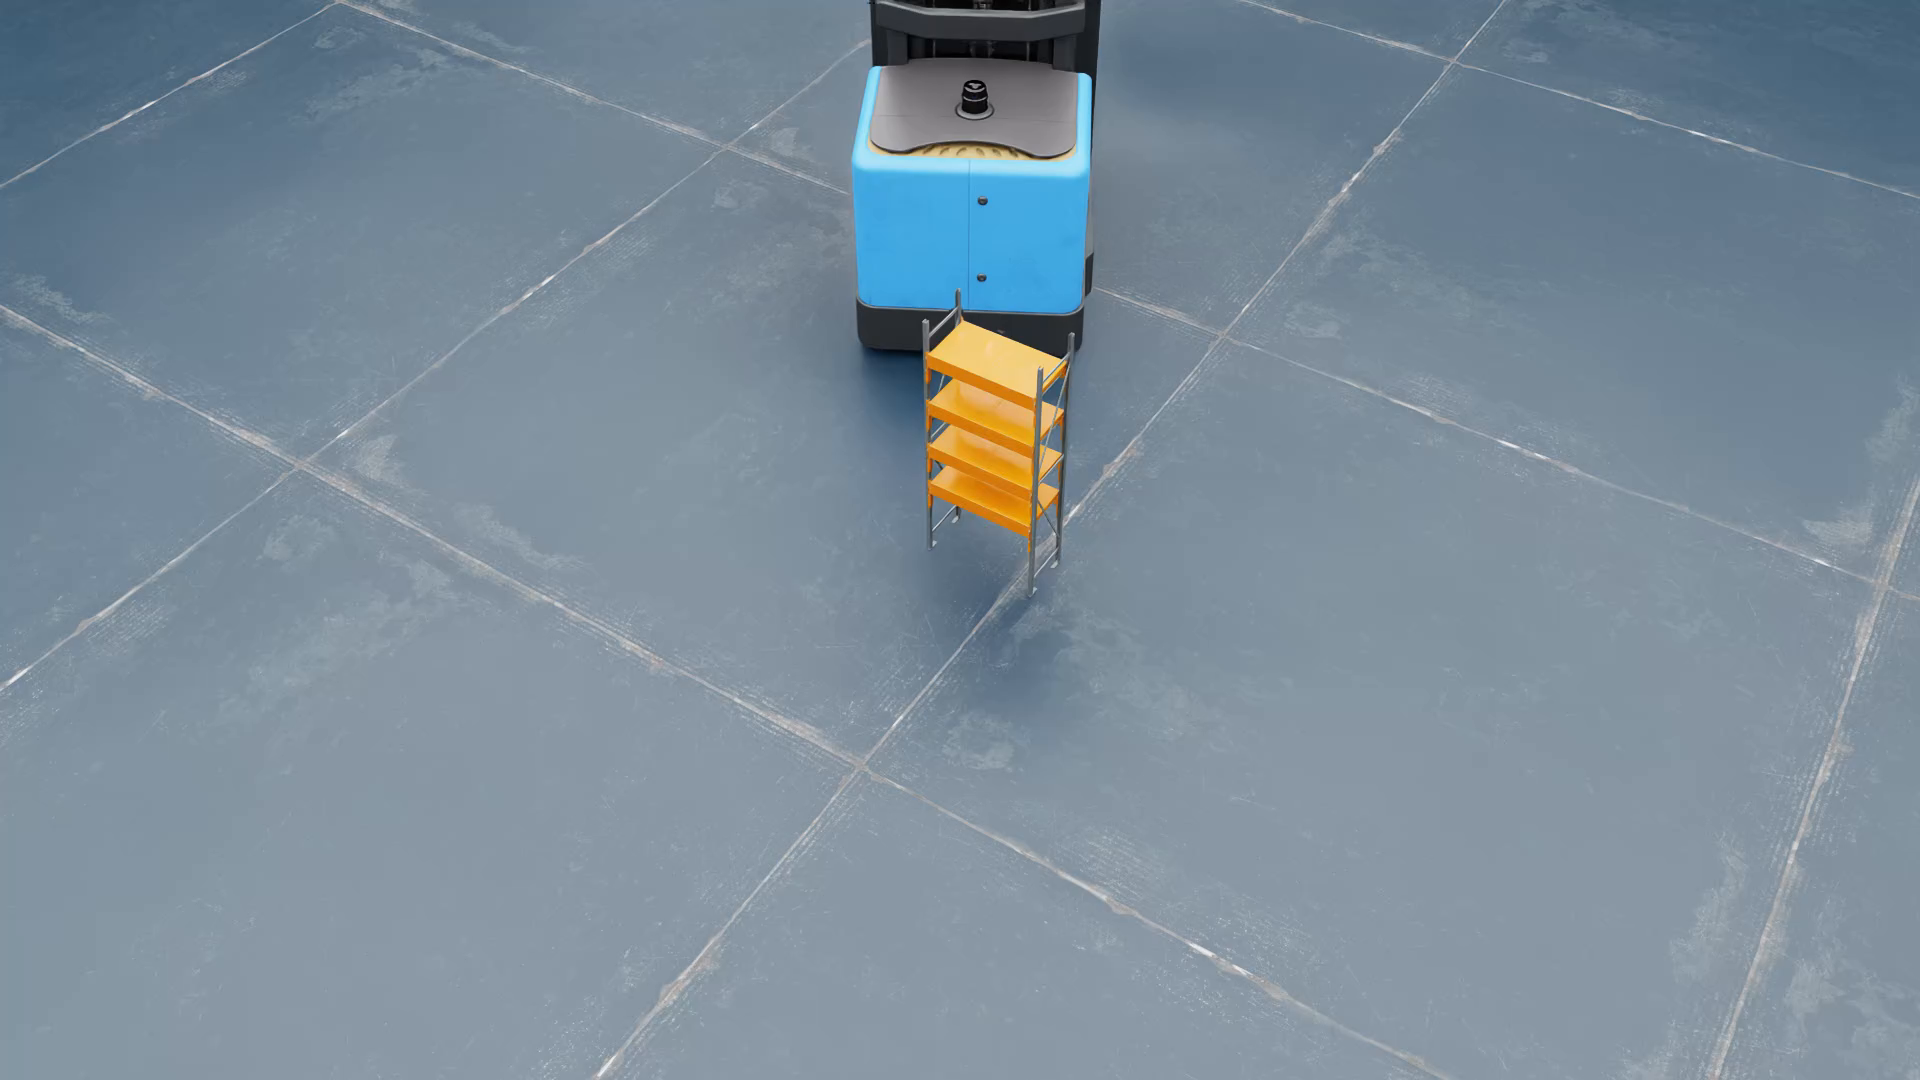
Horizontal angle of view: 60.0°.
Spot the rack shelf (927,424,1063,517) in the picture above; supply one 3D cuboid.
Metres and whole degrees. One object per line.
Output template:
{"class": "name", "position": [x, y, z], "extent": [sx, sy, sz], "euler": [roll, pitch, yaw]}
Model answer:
{"class": "rack shelf", "position": [0.139, -0.307, 6.528], "extent": [0.480, 0.148, 0.258], "euler": [25, 51, 22]}

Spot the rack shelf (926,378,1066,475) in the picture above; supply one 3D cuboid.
{"class": "rack shelf", "position": [0.139, -0.463, 6.367], "extent": [0.480, 0.148, 0.258], "euler": [25, 51, 22]}

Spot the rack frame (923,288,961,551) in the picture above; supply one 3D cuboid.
{"class": "rack frame", "position": [-0.066, -0.449, 6.571], "extent": [0.015, 1.200, 0.240], "euler": [25, 51, 22]}

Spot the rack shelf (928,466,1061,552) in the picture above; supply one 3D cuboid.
{"class": "rack shelf", "position": [0.139, -0.169, 6.670], "extent": [0.480, 0.148, 0.258], "euler": [25, 51, 22]}

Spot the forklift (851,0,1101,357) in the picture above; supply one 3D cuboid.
{"class": "forklift", "position": [0.137, -2.923, 7.769], "extent": [1.130, 2.935, 3.031], "euler": [3, 46, 3]}

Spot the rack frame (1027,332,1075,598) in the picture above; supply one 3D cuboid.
{"class": "rack frame", "position": [0.345, -0.260, 6.387], "extent": [0.015, 1.200, 0.240], "euler": [25, 51, 22]}

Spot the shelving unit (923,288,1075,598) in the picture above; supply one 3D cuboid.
{"class": "shelving unit", "position": [0.139, -0.354, 6.479], "extent": [0.503, 1.200, 0.258], "euler": [25, 51, 22]}

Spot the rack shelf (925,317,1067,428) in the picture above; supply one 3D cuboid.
{"class": "rack shelf", "position": [0.139, -0.628, 6.197], "extent": [0.480, 0.148, 0.258], "euler": [25, 51, 22]}
